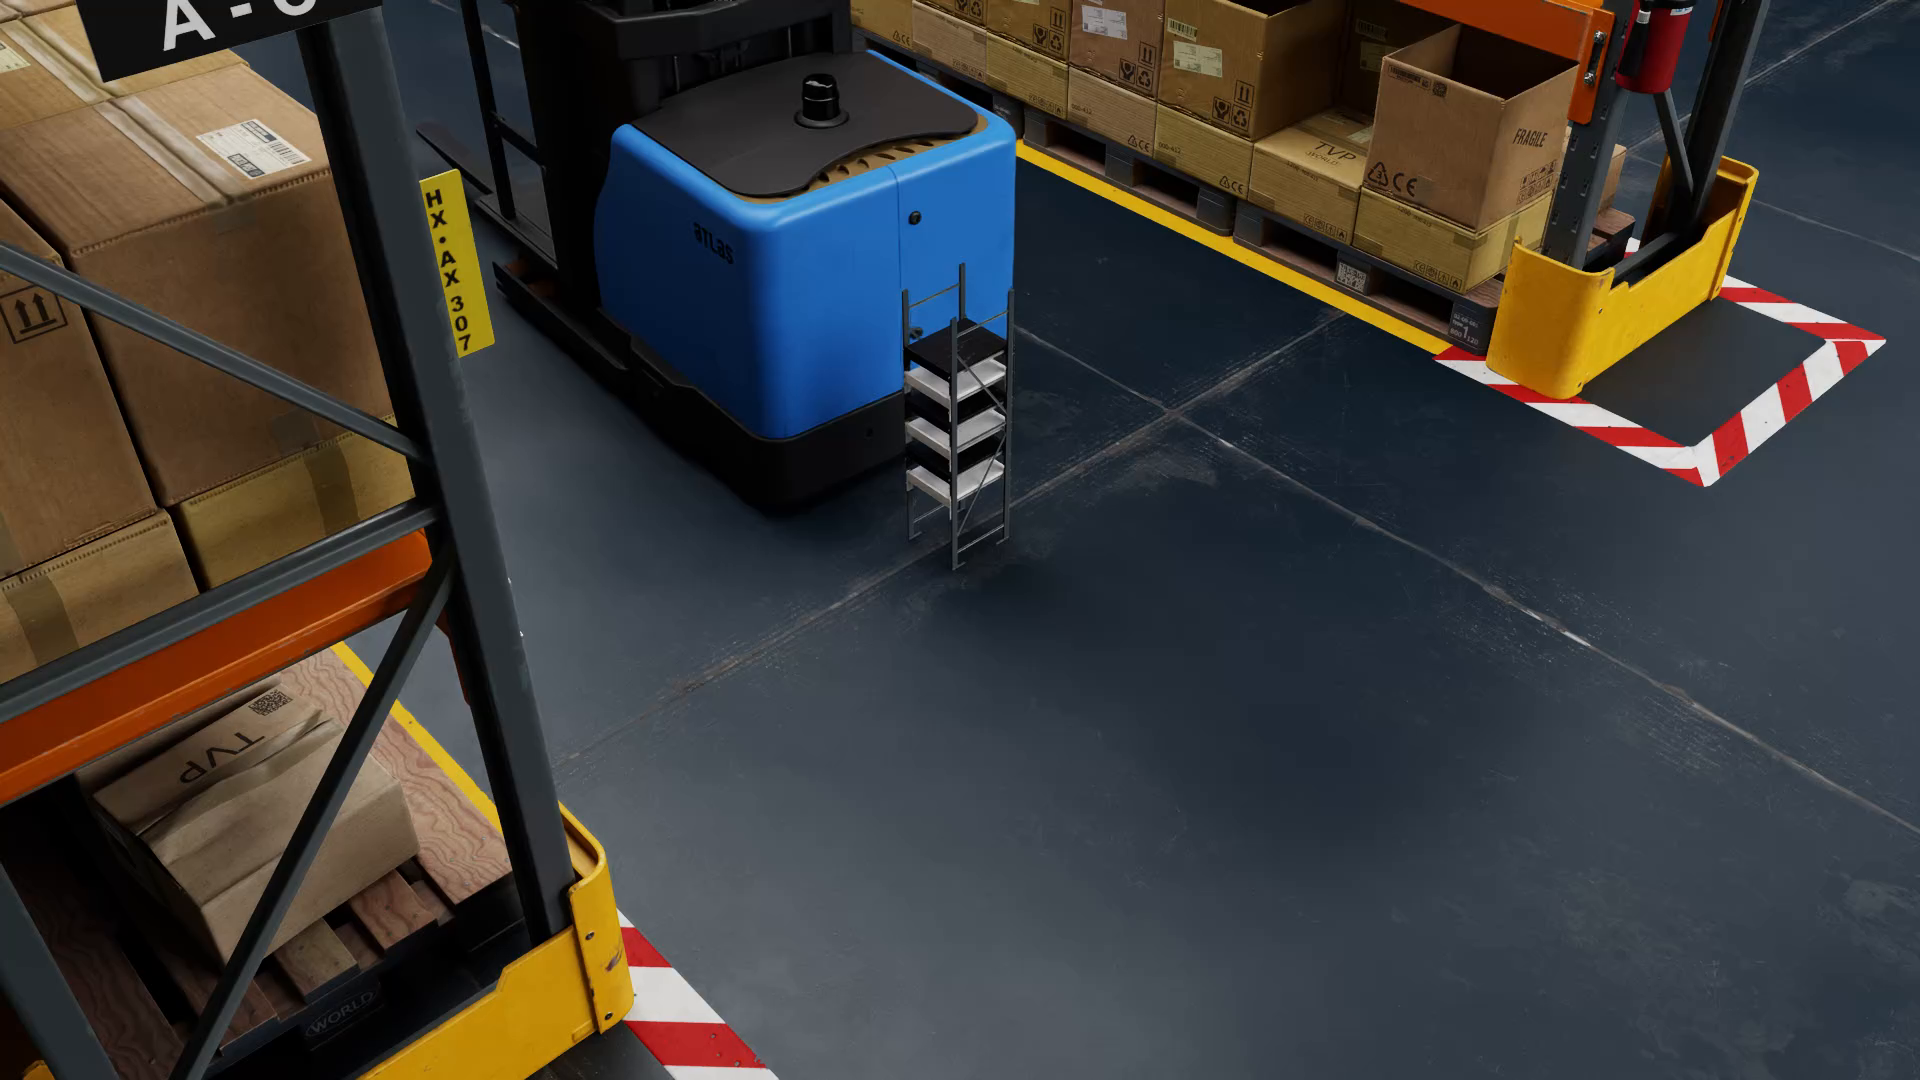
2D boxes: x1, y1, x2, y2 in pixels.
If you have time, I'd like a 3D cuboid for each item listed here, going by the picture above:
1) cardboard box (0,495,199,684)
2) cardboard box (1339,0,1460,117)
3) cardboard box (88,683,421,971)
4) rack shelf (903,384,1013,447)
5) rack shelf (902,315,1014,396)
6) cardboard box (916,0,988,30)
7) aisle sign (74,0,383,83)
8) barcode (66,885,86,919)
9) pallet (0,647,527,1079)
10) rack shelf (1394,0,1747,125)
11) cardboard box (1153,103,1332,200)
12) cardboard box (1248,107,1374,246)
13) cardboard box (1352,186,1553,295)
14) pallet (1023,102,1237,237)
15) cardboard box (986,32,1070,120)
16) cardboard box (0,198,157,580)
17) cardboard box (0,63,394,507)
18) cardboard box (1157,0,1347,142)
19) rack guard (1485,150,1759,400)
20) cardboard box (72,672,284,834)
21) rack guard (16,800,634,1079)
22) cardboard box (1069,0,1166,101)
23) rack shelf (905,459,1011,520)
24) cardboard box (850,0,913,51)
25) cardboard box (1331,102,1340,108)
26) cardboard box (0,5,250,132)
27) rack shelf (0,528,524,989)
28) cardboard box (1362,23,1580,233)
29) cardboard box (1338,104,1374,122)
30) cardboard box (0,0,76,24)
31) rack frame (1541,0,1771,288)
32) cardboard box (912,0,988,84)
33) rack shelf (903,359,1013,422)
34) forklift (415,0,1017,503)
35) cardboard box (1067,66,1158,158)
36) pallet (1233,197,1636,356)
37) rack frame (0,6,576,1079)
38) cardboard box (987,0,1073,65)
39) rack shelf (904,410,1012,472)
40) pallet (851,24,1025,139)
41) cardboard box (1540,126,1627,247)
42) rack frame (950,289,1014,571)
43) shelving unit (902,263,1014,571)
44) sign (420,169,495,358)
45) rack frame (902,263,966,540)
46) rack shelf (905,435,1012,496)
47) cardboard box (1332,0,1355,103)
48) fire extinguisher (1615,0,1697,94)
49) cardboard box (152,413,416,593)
[{"bbox_3d":[-1.694,0.040,2.916,0.500,0.250,0.500,-29,47,-31],"label":"cardboard box"},{"bbox_3d":[1.873,-1.942,6.524,0.500,0.500,0.500,-30,48,-32],"label":"cardboard box"},{"bbox_3d":[-1.636,0.640,3.860,0.500,0.311,0.500,29,47,31],"label":"cardboard box"},{"bbox_3d":[-0.005,-0.398,4.936,0.258,0.077,0.200,-30,48,-32],"label":"rack shelf"},{"bbox_3d":[-0.005,-0.538,4.823,0.258,0.077,0.200,-30,48,-32],"label":"rack shelf"},{"bbox_3d":[0.133,-2.644,7.394,0.500,0.500,0.500,-30,48,-32],"label":"cardboard box"},{"bbox_3d":[-0.965,-0.982,2.009,0.394,0.787,0.004,-30,48,-32],"label":"aisle sign"},{"bbox_3d":[-1.943,0.798,3.657,0.001,0.075,0.075,-30,48,-32],"label":"barcode"},{"bbox_3d":[-1.809,0.782,4.113,1.003,0.211,1.213,-30,48,-32],"label":"pallet"},{"bbox_3d":[1.059,-2.629,6.690,1.077,0.370,4.000,-30,48,-32],"label":"rack shelf"},{"bbox_3d":[1.145,-1.656,6.768,0.500,0.250,0.500,-30,48,-32],"label":"cardboard box"},{"bbox_3d":[1.484,-1.426,6.482,0.500,0.250,0.500,-30,48,-32],"label":"cardboard box"},{"bbox_3d":[1.831,-1.200,6.202,0.500,0.250,0.500,-30,48,-32],"label":"cardboard box"},{"bbox_3d":[1.043,-1.799,7.309,1.003,0.211,1.213,-30,48,-32],"label":"pallet"},{"bbox_3d":[0.465,-2.117,7.339,0.500,0.250,0.500,-30,48,-32],"label":"cardboard box"},{"bbox_3d":[-1.710,-0.245,2.673,0.500,0.500,0.500,-31,48,-32],"label":"cardboard box"},{"bbox_3d":[-1.336,-0.466,2.947,0.500,0.500,0.500,-30,48,-32],"label":"cardboard box"},{"bbox_3d":[1.143,-1.947,6.531,0.500,0.500,0.500,-30,48,-32],"label":"cardboard box"},{"bbox_3d":[2.428,-1.000,6.090,1.175,0.500,0.348,-30,48,-32],"label":"rack guard"},{"bbox_3d":[-2.022,0.376,4.187,0.500,0.311,0.500,-26,46,-28],"label":"cardboard box"},{"bbox_3d":[-1.286,1.061,3.539,1.175,0.500,0.348,-30,48,-32],"label":"rack guard"},{"bbox_3d":[0.805,-2.179,6.818,0.500,0.500,0.500,-30,48,-32],"label":"cardboard box"},{"bbox_3d":[-0.005,-0.188,5.106,0.258,0.077,0.200,-30,48,-32],"label":"rack shelf"},{"bbox_3d":[-0.203,-2.585,7.917,0.500,0.250,0.500,-30,48,-32],"label":"cardboard box"},{"bbox_3d":[1.534,-1.881,7.046,0.500,0.250,0.500,-30,48,-32],"label":"cardboard box"},{"bbox_3d":[-1.663,-0.699,3.235,0.500,0.500,0.500,-30,48,-32],"label":"cardboard box"},{"bbox_3d":[-2.587,-0.522,4.082,1.077,0.370,4.000,-30,48,-32],"label":"rack shelf"},{"bbox_3d":[1.830,-1.490,5.965,0.500,0.500,0.500,-30,48,-32],"label":"cardboard box"},{"bbox_3d":[1.872,-1.649,6.759,0.500,0.250,0.500,-30,48,-32],"label":"cardboard box"},{"bbox_3d":[-2.008,-0.941,3.534,0.500,0.500,0.500,-32,49,-33],"label":"cardboard box"},{"bbox_3d":[2.412,-1.983,5.318,1.000,3.000,0.127,-30,48,-32],"label":"rack frame"},{"bbox_3d":[0.131,-2.351,7.628,0.500,0.250,0.500,-30,48,-32],"label":"cardboard box"},{"bbox_3d":[-0.005,-0.468,4.880,0.258,0.077,0.200,-30,48,-32],"label":"rack shelf"},{"bbox_3d":[-1.119,-2.123,5.546,1.130,2.935,3.031,-27,46,-29],"label":"forklift"},{"bbox_3d":[0.808,-1.889,7.055,0.500,0.250,0.500,-30,48,-32],"label":"cardboard box"},{"bbox_3d":[1.864,-1.235,6.610,1.003,0.211,1.213,-30,48,-32],"label":"pallet"},{"bbox_3d":[-1.235,0.124,2.710,1.000,3.000,0.127,-30,48,-32],"label":"rack frame"},{"bbox_3d":[0.466,-2.409,7.103,0.500,0.500,0.500,-30,48,-32],"label":"cardboard box"},{"bbox_3d":[-0.005,-0.328,4.993,0.258,0.077,0.200,-30,48,-32],"label":"rack shelf"},{"bbox_3d":[0.213,-2.364,8.009,1.003,0.211,1.213,-30,48,-32],"label":"pallet"},{"bbox_3d":[2.213,-1.420,6.475,0.500,0.250,0.500,-30,48,-32],"label":"cardboard box"},{"bbox_3d":[0.063,-0.307,4.914,0.240,0.900,0.006,-30,48,-32],"label":"rack frame"},{"bbox_3d":[-0.005,-0.354,4.972,0.258,0.900,0.210,-30,48,-32],"label":"shelving unit"},{"bbox_3d":[-0.835,-0.444,2.723,0.100,0.325,0.005,-30,48,-32],"label":"sign"},{"bbox_3d":[-0.074,-0.401,5.030,0.240,0.900,0.006,-30,48,-32],"label":"rack frame"},{"bbox_3d":[-0.005,-0.258,5.049,0.258,0.077,0.200,-30,48,-32],"label":"rack shelf"},{"bbox_3d":[1.526,-2.168,6.804,0.500,0.500,0.500,-30,48,-32],"label":"cardboard box"},{"bbox_3d":[2.149,-1.701,5.030,0.296,0.674,0.183,-30,48,-32],"label":"fire extinguisher"},{"bbox_3d":[-1.331,-0.187,3.197,0.500,0.250,0.500,-31,48,-33],"label":"cardboard box"}]
